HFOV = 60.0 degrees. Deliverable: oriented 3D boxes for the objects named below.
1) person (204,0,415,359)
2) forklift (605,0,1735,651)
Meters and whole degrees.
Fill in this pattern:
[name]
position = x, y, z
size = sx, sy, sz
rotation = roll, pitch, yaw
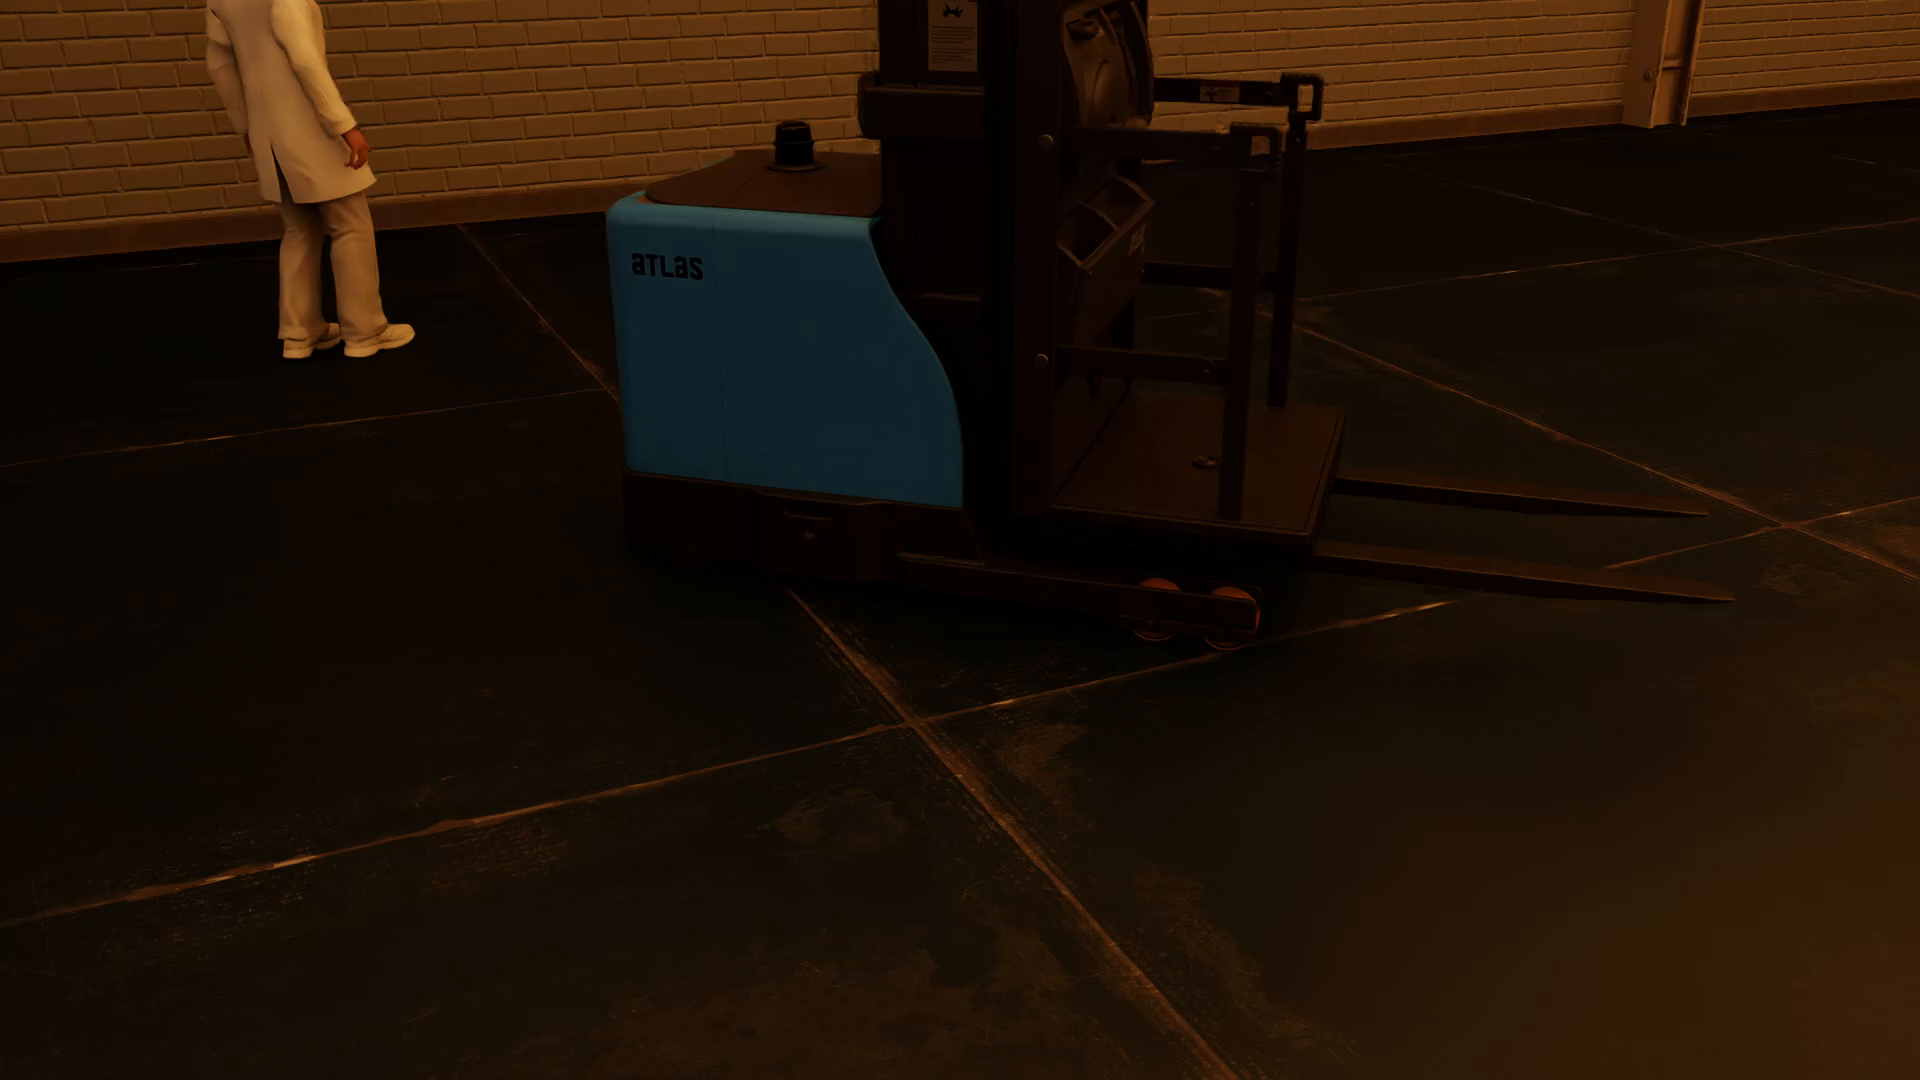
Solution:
[person]
position = -2.628, -1.636, 6.737
size = 0.755, 1.772, 0.513
rotation = 12, 25, 26
[forklift]
position = 0.587, -1.288, 4.386
size = 3.031, 2.935, 1.130
rotation = 7, 23, 16
